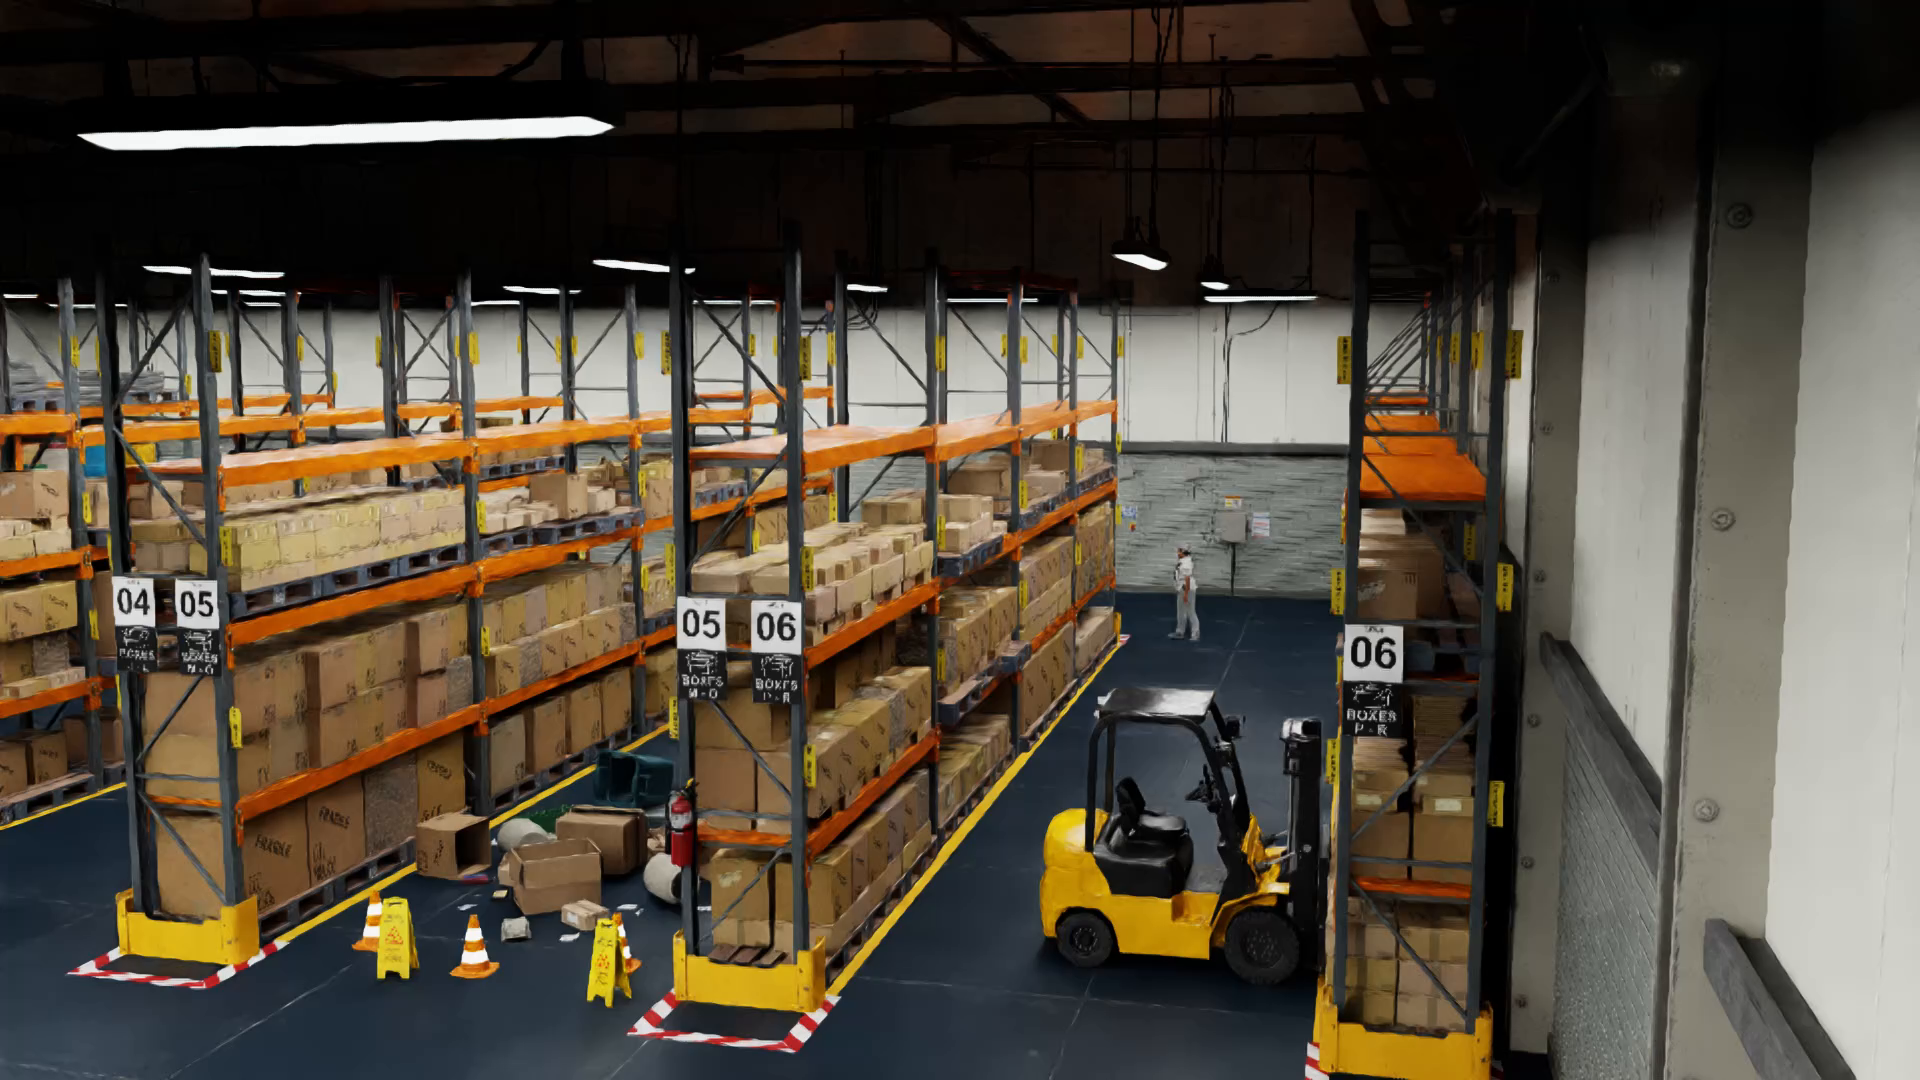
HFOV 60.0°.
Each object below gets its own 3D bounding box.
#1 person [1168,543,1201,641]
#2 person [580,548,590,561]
[{"bbox_3d":[3.857,0.882,28.420,0.517,1.660,0.614,0,7,2],"label":"person"},{"bbox_3d":[-7.507,0.319,32.868,0.613,1.712,0.964,5,8,35],"label":"person"}]
